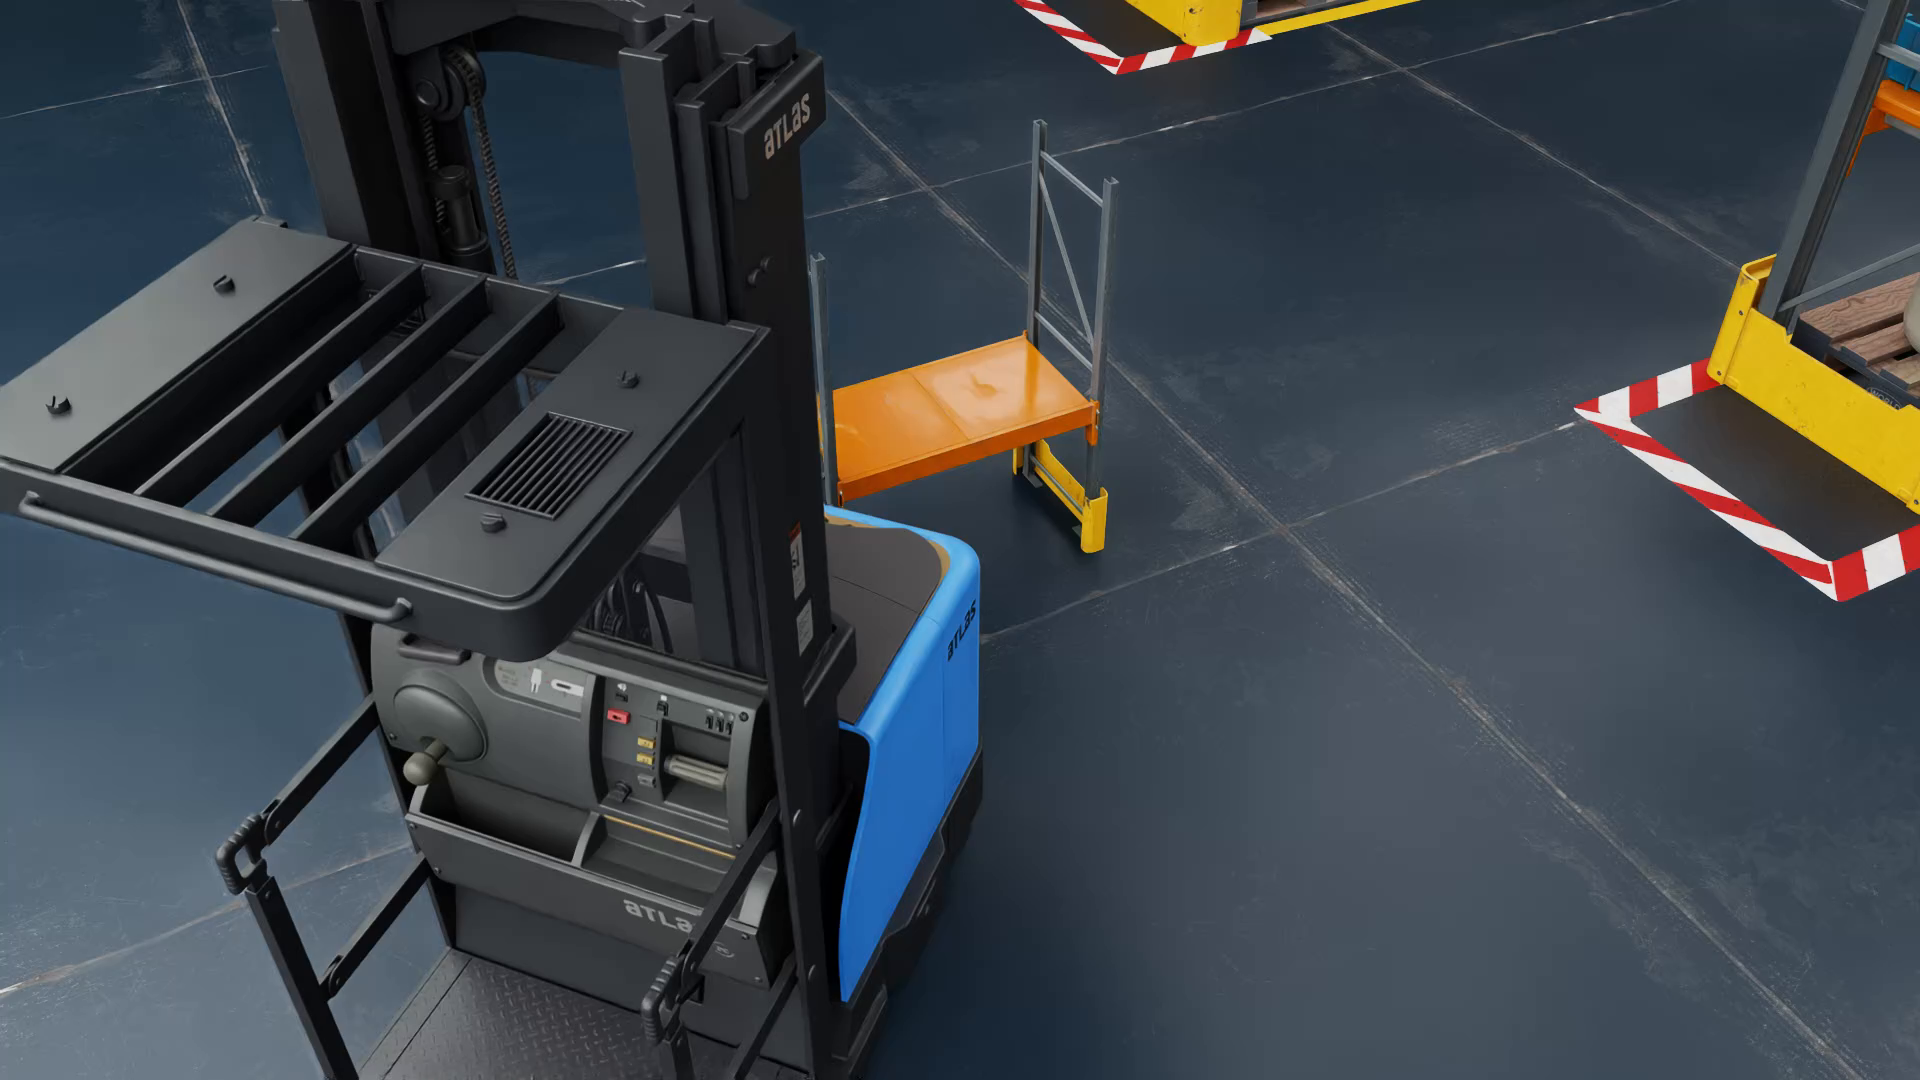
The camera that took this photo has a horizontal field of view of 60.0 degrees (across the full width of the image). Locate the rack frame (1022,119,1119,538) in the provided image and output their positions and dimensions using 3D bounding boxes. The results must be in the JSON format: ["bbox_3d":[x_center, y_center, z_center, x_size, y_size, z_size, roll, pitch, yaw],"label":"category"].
[{"bbox_3d":[0.375,-0.699,5.915,0.032,1.500,0.500,-19,44,-21],"label":"rack frame"}]

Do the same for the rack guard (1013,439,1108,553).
[{"bbox_3d":[0.374,-0.221,6.318,0.087,0.250,0.587,-19,44,-21],"label":"rack guard"}]

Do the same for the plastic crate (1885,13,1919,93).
[{"bbox_3d":[3.845,-1.805,6.175,0.616,0.251,0.499,-19,44,-21],"label":"plastic crate"}]

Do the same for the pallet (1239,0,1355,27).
[{"bbox_3d":[1.913,-3.568,10.302,1.213,0.211,1.003,-19,44,-21],"label":"pallet"}]

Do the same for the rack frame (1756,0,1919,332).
[{"bbox_3d":[3.539,-1.541,5.748,0.127,3.000,1.000,-19,44,-21],"label":"rack frame"}]

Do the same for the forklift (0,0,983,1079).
[{"bbox_3d":[-0.935,0.481,3.413,1.130,2.935,3.031,14,42,16],"label":"forklift"}]

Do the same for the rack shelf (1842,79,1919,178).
[{"bbox_3d":[5.313,-1.863,6.686,4.000,0.370,1.077,-19,44,-21],"label":"rack shelf"}]

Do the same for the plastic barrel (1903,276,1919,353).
[{"bbox_3d":[4.087,-0.991,6.700,0.421,0.512,0.421,0,40,0],"label":"plastic barrel"}]

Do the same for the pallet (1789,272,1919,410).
[{"bbox_3d":[4.308,-0.765,6.991,1.213,0.211,1.003,-19,44,-21],"label":"pallet"}]

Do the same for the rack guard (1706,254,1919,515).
[{"bbox_3d":[3.585,-0.636,6.615,0.348,0.500,1.175,-19,44,-21],"label":"rack guard"}]

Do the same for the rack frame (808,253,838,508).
[{"bbox_3d":[-0.527,-0.395,5.556,0.032,1.500,0.500,-19,44,-21],"label":"rack frame"}]

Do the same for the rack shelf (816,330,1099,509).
[{"bbox_3d":[-0.076,-0.410,5.852,1.000,0.185,0.538,-19,44,-21],"label":"rack shelf"}]

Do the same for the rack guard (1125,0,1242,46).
[{"bbox_3d":[1.233,-3.419,9.902,0.348,0.500,1.175,-19,44,-21],"label":"rack guard"}]

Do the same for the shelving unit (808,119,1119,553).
[{"bbox_3d":[-0.068,-0.550,5.739,1.083,1.500,0.587,-19,44,-21],"label":"shelving unit"}]
